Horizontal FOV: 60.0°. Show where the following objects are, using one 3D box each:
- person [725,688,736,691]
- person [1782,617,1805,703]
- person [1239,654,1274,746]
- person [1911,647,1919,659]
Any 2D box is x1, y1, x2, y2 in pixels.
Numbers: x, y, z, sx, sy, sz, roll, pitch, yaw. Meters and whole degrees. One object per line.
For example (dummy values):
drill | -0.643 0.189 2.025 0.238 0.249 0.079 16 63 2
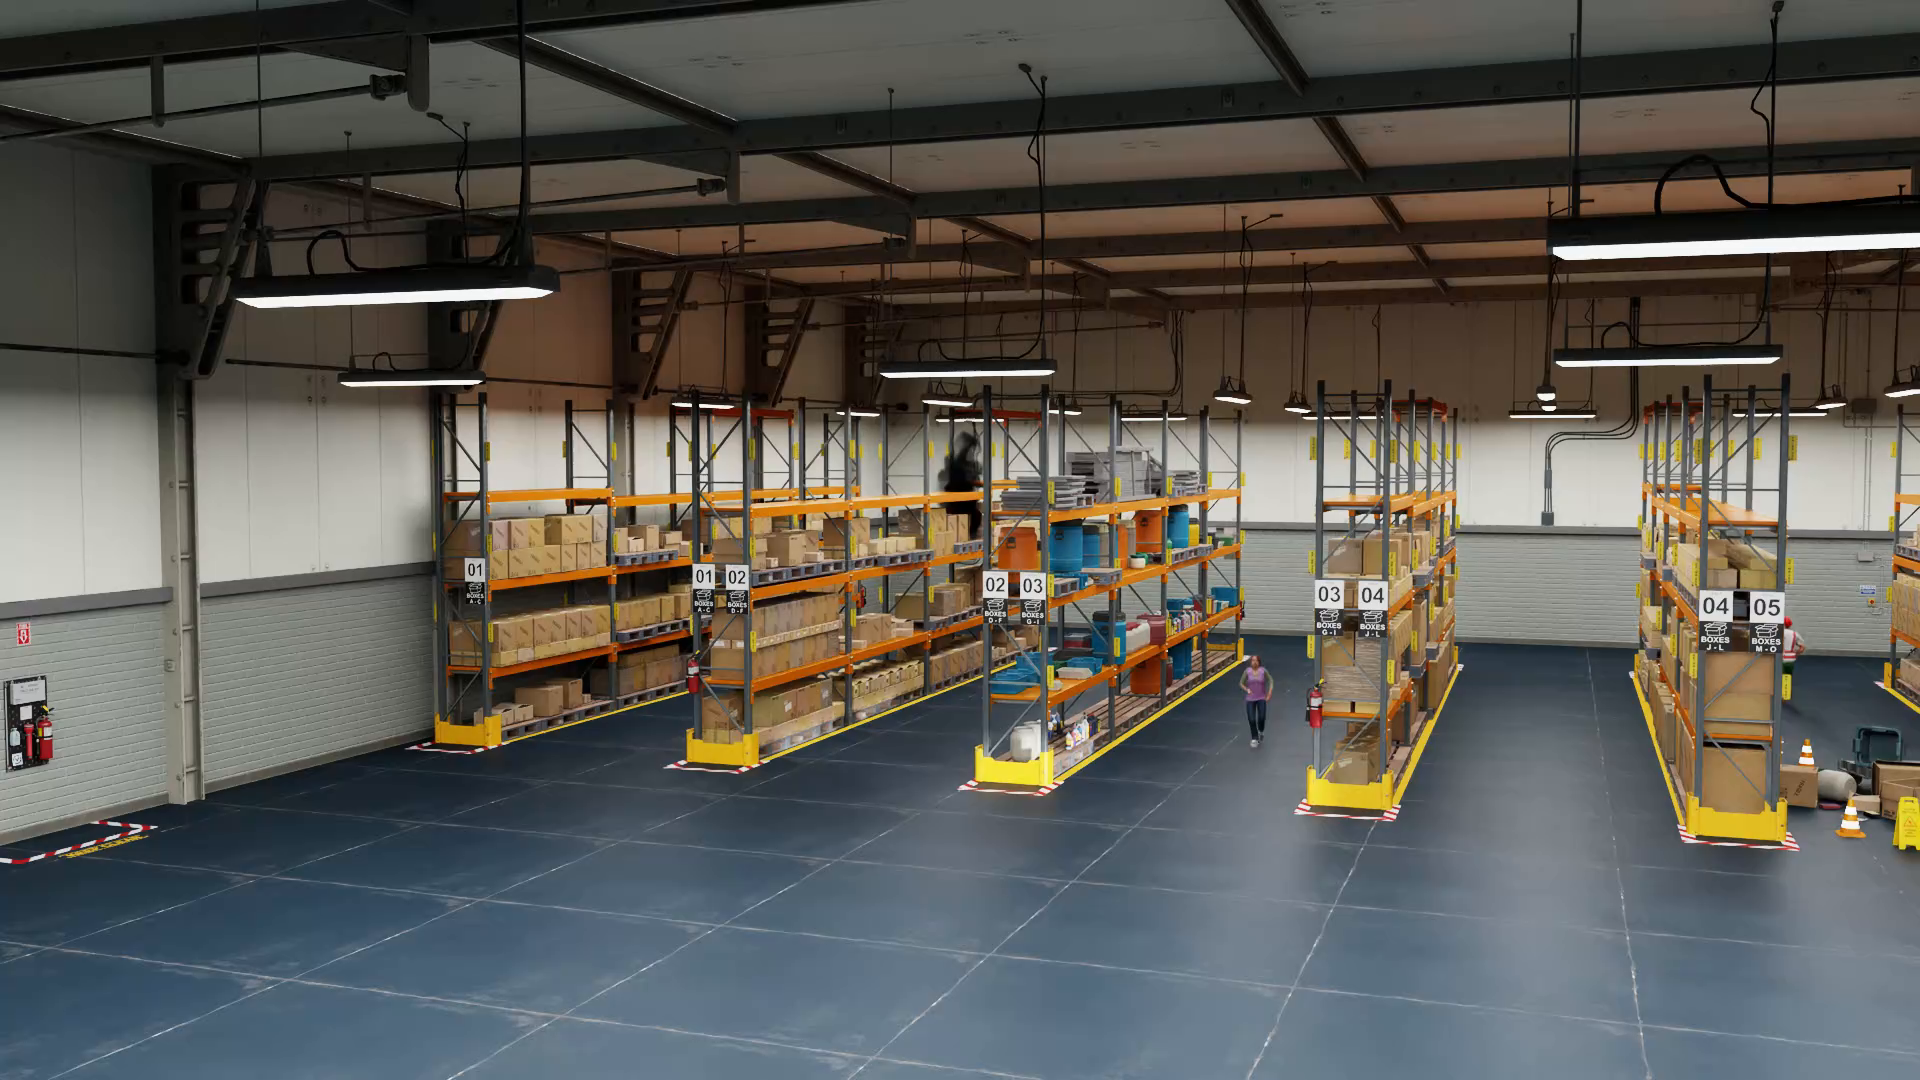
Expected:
person | -4.370 2.450 31.921 0.672 1.757 1.090 1 3 11
person | 16.348 2.386 32.924 0.656 1.745 0.615 1 3 13
person | 5.003 2.723 28.106 0.590 1.565 0.520 1 3 10
person | 20.974 2.306 36.184 0.643 1.677 0.761 -3 4 -41
